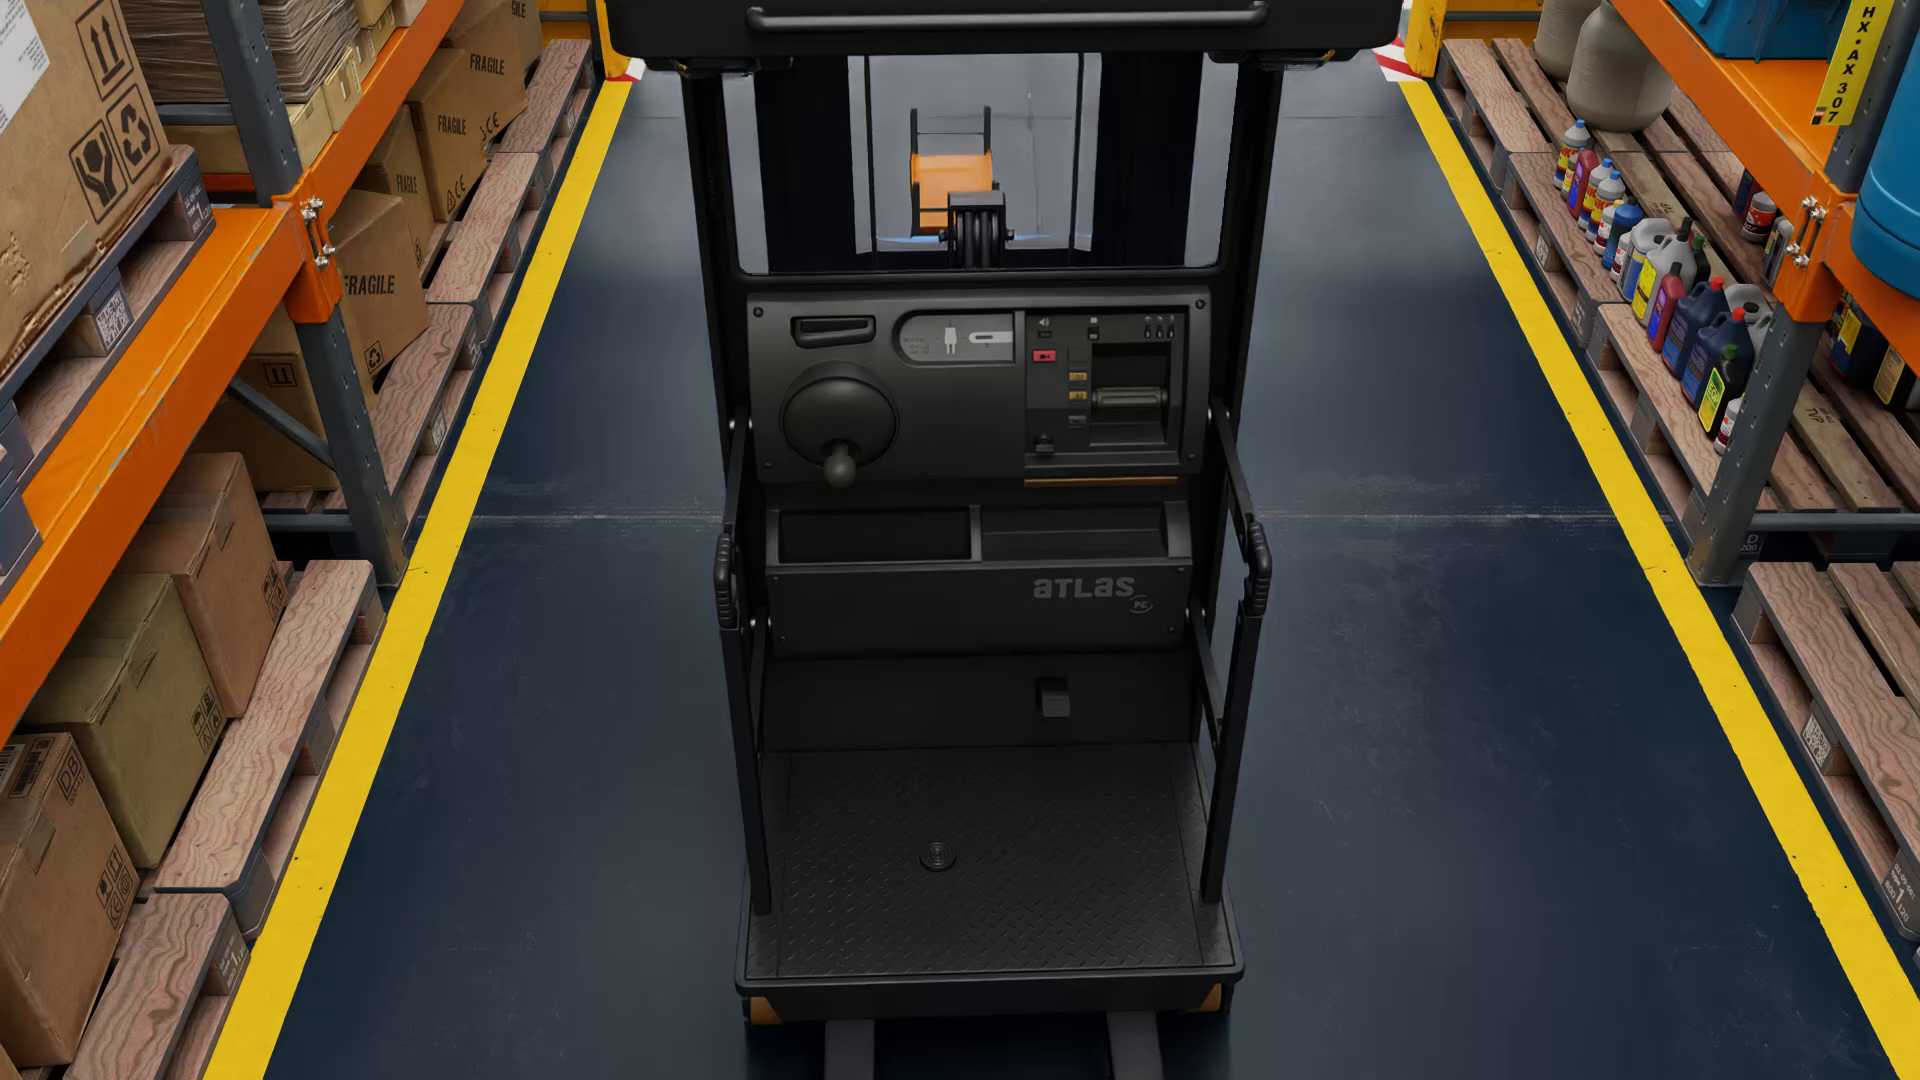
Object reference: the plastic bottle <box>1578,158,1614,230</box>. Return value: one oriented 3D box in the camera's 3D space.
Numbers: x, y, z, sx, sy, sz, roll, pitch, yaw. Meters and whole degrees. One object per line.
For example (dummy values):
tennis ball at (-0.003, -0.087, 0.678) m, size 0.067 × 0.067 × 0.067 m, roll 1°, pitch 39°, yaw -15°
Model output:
plastic bottle at (2.432, -1.320, 6.329) m, size 0.097 × 0.271 × 0.097 m, roll 0°, pitch 39°, yaw 0°

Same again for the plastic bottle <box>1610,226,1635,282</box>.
plastic bottle at (2.433, -1.040, 6.035) m, size 0.097 × 0.201 × 0.097 m, roll 0°, pitch 39°, yaw 0°

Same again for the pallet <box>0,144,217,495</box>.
pallet at (-2.351, -0.504, 3.633) m, size 1.003 × 0.211 × 1.213 m, roll 0°, pitch 39°, yaw 0°

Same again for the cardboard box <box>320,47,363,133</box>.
cardboard box at (-1.894, -1.250, 4.612) m, size 0.380 × 0.149 × 0.250 m, roll 0°, pitch 39°, yaw 0°

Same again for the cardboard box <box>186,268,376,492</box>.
cardboard box at (-2.167, -0.495, 5.133) m, size 0.500 × 0.500 × 0.500 m, roll -1°, pitch 39°, yaw -1°

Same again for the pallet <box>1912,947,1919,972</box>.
pallet at (2.790, 1.284, 3.479) m, size 1.003 × 0.211 × 1.213 m, roll 0°, pitch 39°, yaw 0°

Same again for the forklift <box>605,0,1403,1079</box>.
forklift at (0.050, -0.232, 3.196) m, size 1.130 × 2.935 × 3.031 m, roll -1°, pitch 39°, yaw -2°

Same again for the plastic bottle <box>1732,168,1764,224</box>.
plastic bottle at (3.048, -1.367, 6.378) m, size 0.061 × 0.283 × 0.133 m, roll 0°, pitch 39°, yaw 0°

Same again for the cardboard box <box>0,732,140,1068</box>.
cardboard box at (-2.245, 0.779, 3.526) m, size 0.700 × 0.500 × 0.500 m, roll -3°, pitch 39°, yaw -4°

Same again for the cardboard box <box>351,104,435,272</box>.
cardboard box at (-2.255, -1.242, 6.064) m, size 0.500 × 0.500 × 0.500 m, roll -3°, pitch 39°, yaw -4°

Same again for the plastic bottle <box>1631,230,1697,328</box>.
plastic bottle at (2.457, -0.923, 5.769) m, size 0.144 × 0.351 × 0.185 m, roll 0°, pitch 39°, yaw 0°

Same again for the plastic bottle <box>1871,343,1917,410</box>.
plastic bottle at (3.050, -0.573, 5.387) m, size 0.061 × 0.283 × 0.133 m, roll 0°, pitch 39°, yaw 0°

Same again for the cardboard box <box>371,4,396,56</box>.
cardboard box at (-1.931, -1.562, 5.002) m, size 0.380 × 0.149 × 0.250 m, roll 0°, pitch 39°, yaw 0°

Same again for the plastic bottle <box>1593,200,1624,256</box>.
plastic bottle at (2.433, -1.169, 6.195) m, size 0.097 × 0.201 × 0.097 m, roll 0°, pitch 39°, yaw 0°

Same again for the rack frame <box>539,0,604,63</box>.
rack frame at (-2.211, -3.558, 7.291) m, size 1.000 × 3.000 × 0.127 m, roll 0°, pitch 39°, yaw 0°

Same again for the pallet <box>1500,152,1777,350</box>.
pallet at (2.783, -1.157, 6.525) m, size 1.003 × 0.211 × 1.213 m, roll 0°, pitch 39°, yaw 0°

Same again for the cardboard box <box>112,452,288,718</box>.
cardboard box at (-2.228, 0.131, 4.335) m, size 0.700 × 0.500 × 0.500 m, roll -3°, pitch 39°, yaw -4°

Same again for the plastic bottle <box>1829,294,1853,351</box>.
plastic bottle at (3.039, -0.763, 5.633) m, size 0.097 × 0.271 × 0.097 m, roll 0°, pitch 39°, yaw 0°

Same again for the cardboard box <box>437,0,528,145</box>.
cardboard box at (-2.192, -1.982, 6.988) m, size 0.500 × 0.500 × 0.500 m, roll 10°, pitch 40°, yaw 12°

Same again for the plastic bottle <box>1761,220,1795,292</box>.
plastic bottle at (3.011, -1.042, 5.978) m, size 0.152 × 0.276 × 0.135 m, roll 0°, pitch 39°, yaw 0°

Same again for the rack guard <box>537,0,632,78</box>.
rack guard at (-2.211, -2.535, 8.014) m, size 1.175 × 0.500 × 0.348 m, roll 0°, pitch 39°, yaw 0°

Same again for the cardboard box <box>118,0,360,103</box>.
cardboard box at (-2.145, -1.493, 4.397) m, size 0.875 × 0.500 × 0.500 m, roll 0°, pitch 39°, yaw 0°

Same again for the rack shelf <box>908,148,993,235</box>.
rack shelf at (-0.020, -0.975, 4.879) m, size 0.258 × 0.148 × 0.480 m, roll -1°, pitch 39°, yaw -2°

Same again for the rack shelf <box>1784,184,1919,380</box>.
rack shelf at (2.748, 0.471, 2.839) m, size 1.077 × 0.370 × 4.000 m, roll 0°, pitch 39°, yaw 0°

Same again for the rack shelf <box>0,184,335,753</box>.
rack shelf at (-2.205, 0.475, 2.834) m, size 1.077 × 0.370 × 4.000 m, roll 0°, pitch 39°, yaw 0°

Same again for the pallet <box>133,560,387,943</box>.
pallet at (-2.204, 0.518, 4.435) m, size 1.003 × 0.211 × 1.213 m, roll 0°, pitch 39°, yaw 0°

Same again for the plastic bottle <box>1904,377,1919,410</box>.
plastic bottle at (3.156, -0.571, 5.390) m, size 0.152 × 0.276 × 0.135 m, roll 1°, pitch 39°, yaw 2°

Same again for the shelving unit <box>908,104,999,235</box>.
shelving unit at (-0.020, -0.669, 5.125) m, size 0.258 × 1.200 × 0.503 m, roll -1°, pitch 39°, yaw -2°

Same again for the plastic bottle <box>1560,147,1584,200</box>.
plastic bottle at (2.432, -1.443, 6.537) m, size 0.097 × 0.201 × 0.097 m, roll 0°, pitch 39°, yaw 0°

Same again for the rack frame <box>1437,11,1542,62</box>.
rack frame at (2.742, -3.562, 7.296) m, size 1.000 × 3.000 × 0.127 m, roll 0°, pitch 39°, yaw 0°

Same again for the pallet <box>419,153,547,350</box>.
pallet at (-2.247, -1.153, 6.521) m, size 1.003 × 0.211 × 1.213 m, roll 0°, pitch 39°, yaw 0°

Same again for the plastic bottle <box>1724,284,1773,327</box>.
plastic bottle at (2.605, -0.708, 5.560) m, size 0.152 × 0.276 × 0.135 m, roll 0°, pitch 39°, yaw 0°

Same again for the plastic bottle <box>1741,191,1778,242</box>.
plastic bottle at (3.030, -1.237, 6.281) m, size 0.097 × 0.201 × 0.097 m, roll 0°, pitch 39°, yaw 0°

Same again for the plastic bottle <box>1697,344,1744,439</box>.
plastic bottle at (2.416, -0.473, 5.261) m, size 0.061 × 0.283 × 0.133 m, roll 2°, pitch 39°, yaw 2°

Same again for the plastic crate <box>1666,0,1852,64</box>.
plastic crate at (2.473, -1.694, 5.084) m, size 0.499 × 0.251 × 0.616 m, roll 0°, pitch 39°, yaw 0°

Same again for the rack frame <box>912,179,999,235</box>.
rack frame at (-0.012, -0.516, 4.935) m, size 0.240 × 1.200 × 0.015 m, roll -1°, pitch 39°, yaw -2°

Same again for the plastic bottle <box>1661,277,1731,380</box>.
plastic bottle at (2.457, -0.721, 5.517) m, size 0.144 × 0.351 × 0.185 m, roll -2°, pitch 39°, yaw -2°

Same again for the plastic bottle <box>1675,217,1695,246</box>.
plastic bottle at (2.567, -0.999, 5.918) m, size 0.061 × 0.283 × 0.133 m, roll 0°, pitch 39°, yaw 0°

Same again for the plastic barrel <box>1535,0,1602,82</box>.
plastic barrel at (2.819, -2.343, 7.429) m, size 0.421 × 0.512 × 0.421 m, roll 0°, pitch 39°, yaw 0°

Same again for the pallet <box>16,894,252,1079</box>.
pallet at (-2.200, 1.283, 3.480) m, size 1.003 × 0.211 × 1.213 m, roll 0°, pitch 39°, yaw 0°
